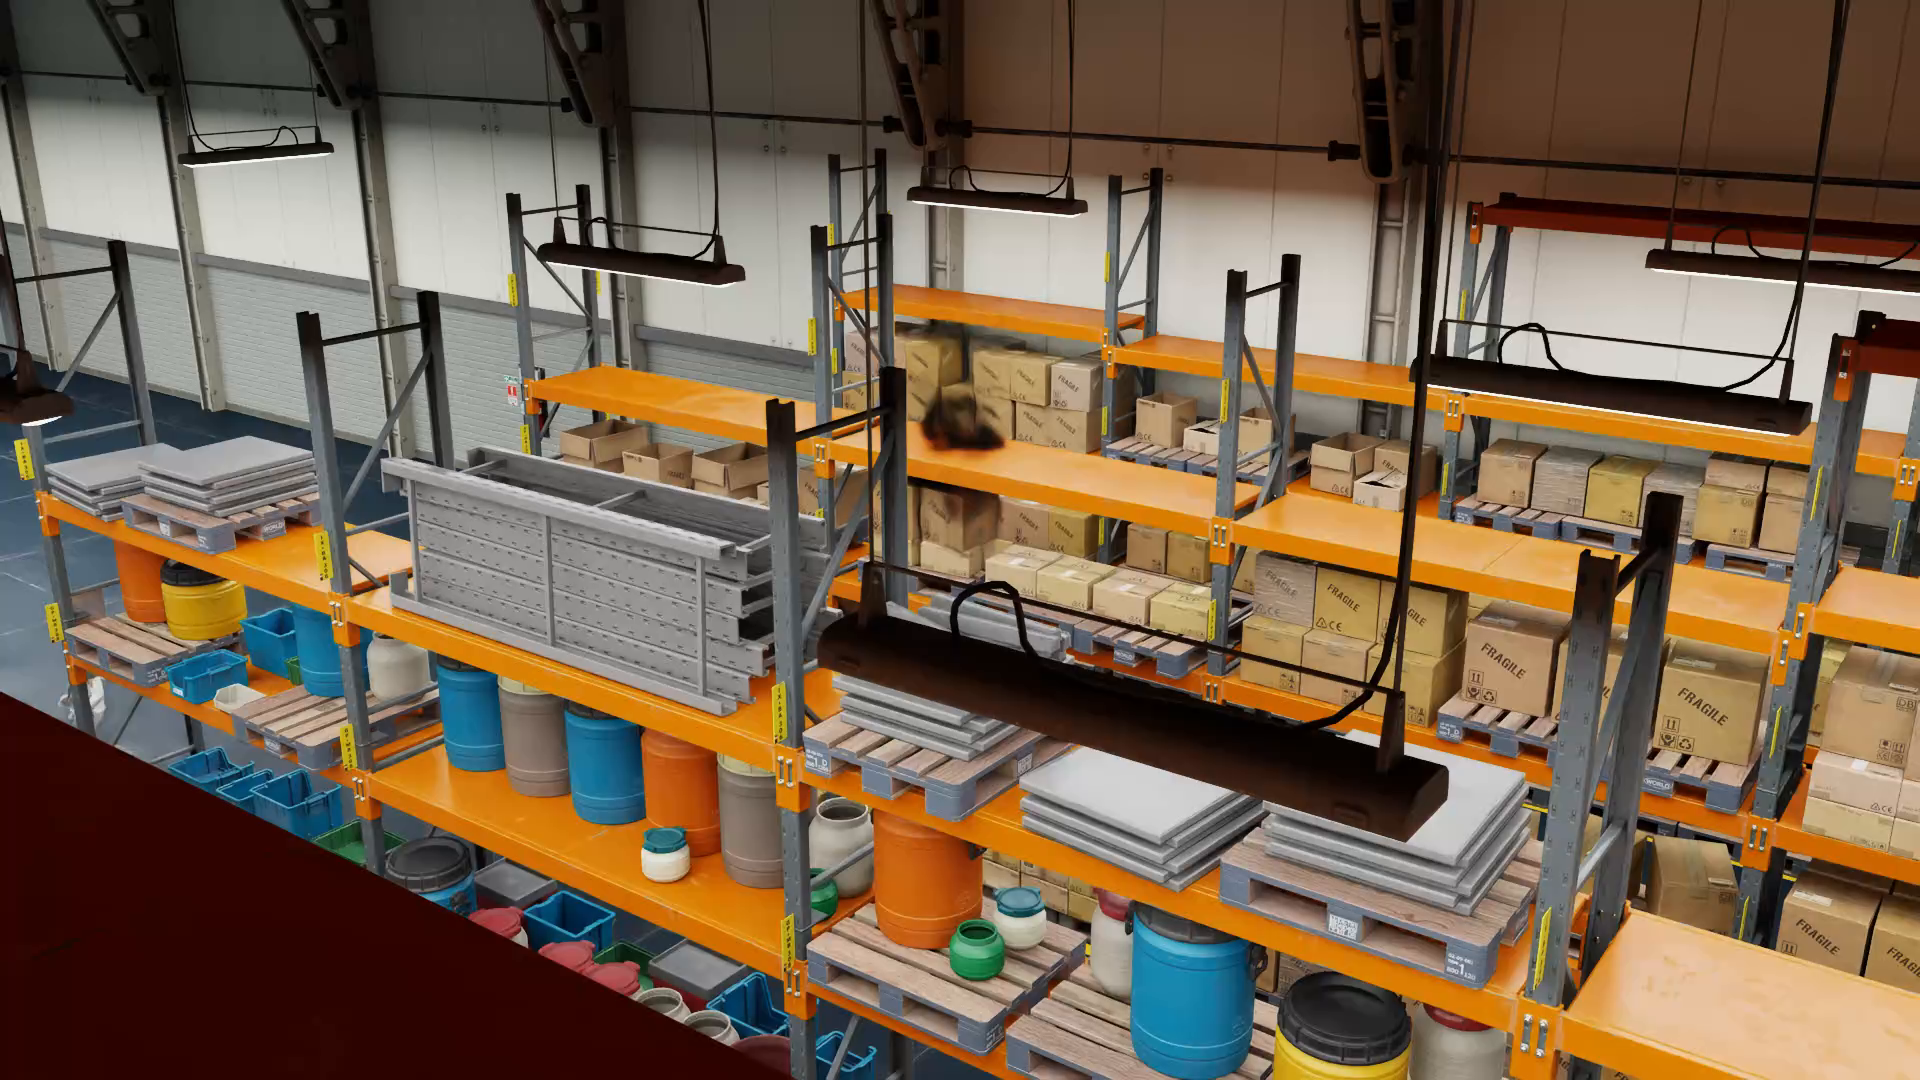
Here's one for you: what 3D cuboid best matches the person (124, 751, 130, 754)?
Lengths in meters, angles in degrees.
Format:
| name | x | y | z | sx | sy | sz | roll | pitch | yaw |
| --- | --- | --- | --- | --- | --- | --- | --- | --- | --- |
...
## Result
| name | x | y | z | sx | sy | sz | roll | pitch | yaw |
| --- | --- | --- | --- | --- | --- | --- | --- | --- | --- |
| person | -8.988 | 1.767 | 17.237 | 0.489 | 1.648 | 0.305 | -10 | 21 | -29 |
